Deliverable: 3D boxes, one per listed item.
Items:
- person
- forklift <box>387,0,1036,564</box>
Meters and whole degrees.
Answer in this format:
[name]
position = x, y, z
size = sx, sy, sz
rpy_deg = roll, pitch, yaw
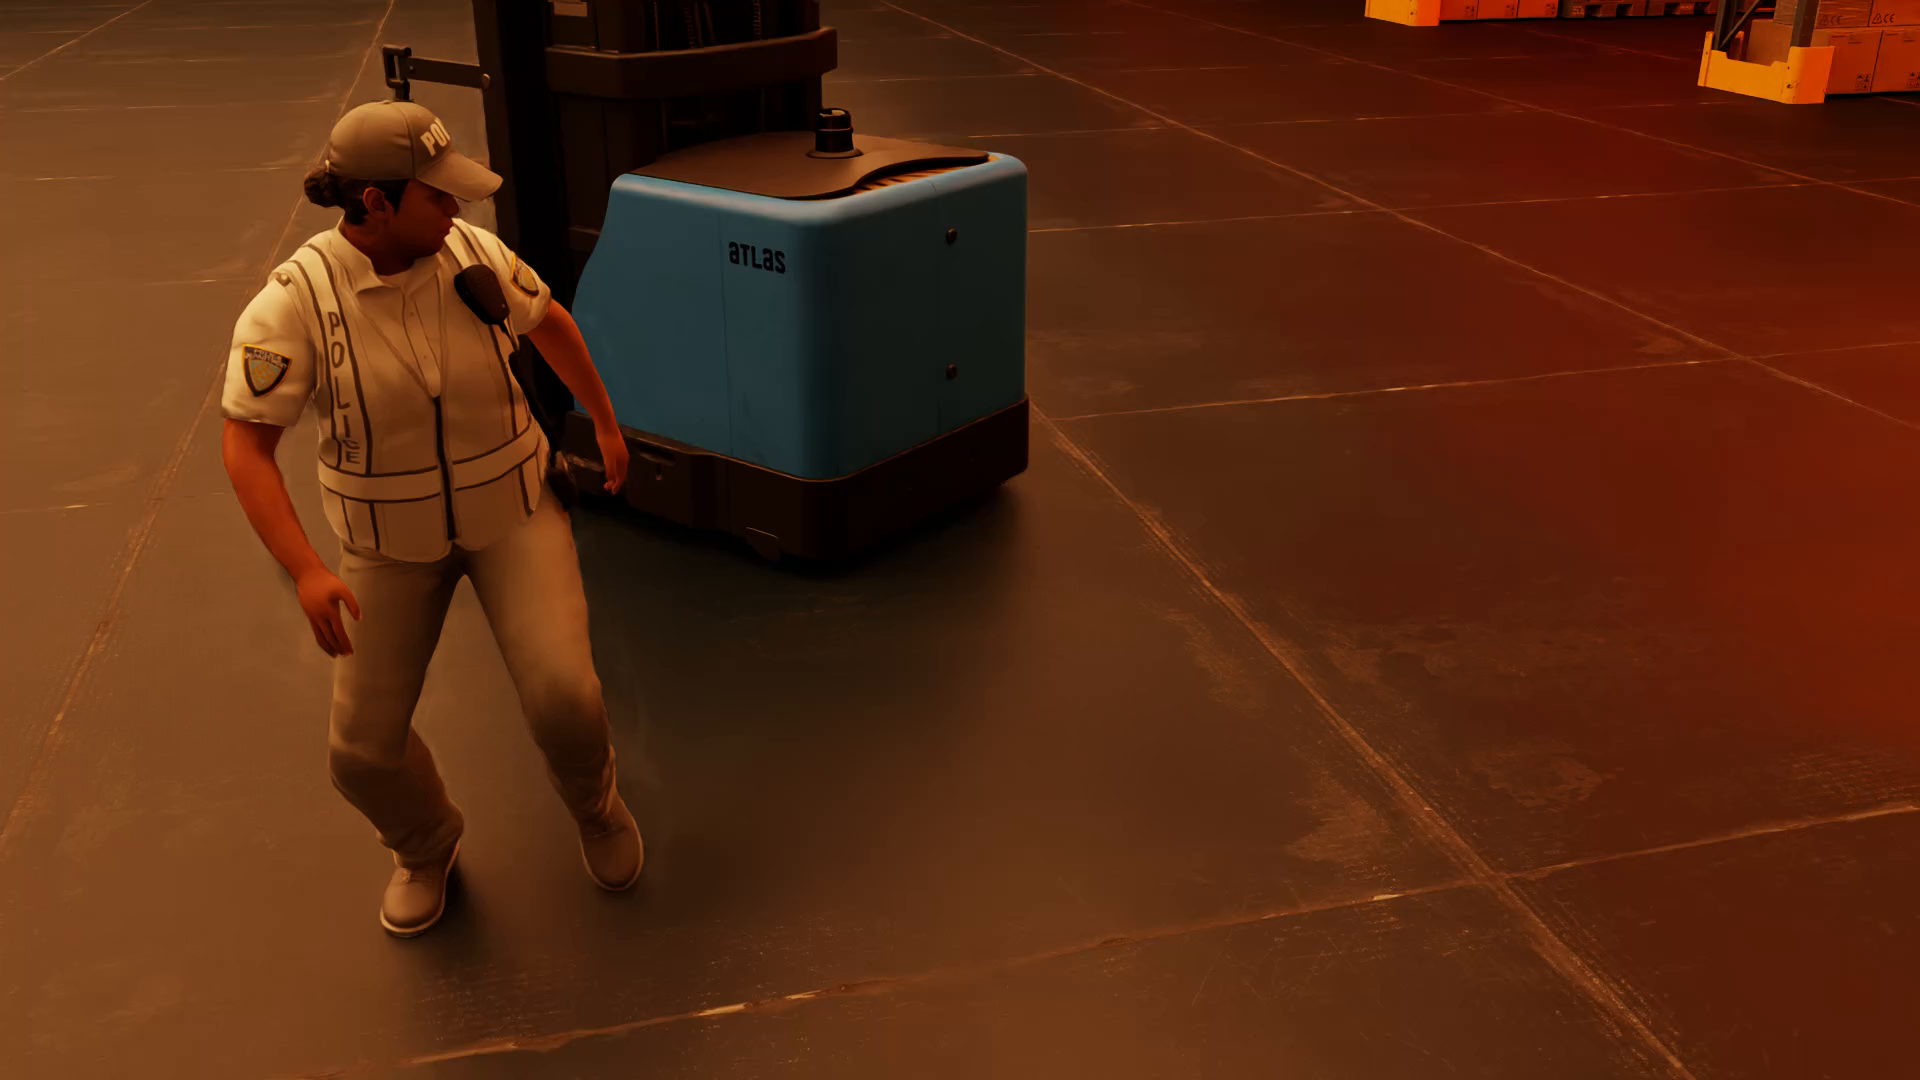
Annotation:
[person]
position = -0.968, 0.004, 3.057
size = 0.656, 1.616, 0.675
rpy_deg = -6, 24, -13
[forklift]
position = -1.235, -1.727, 5.368
size = 3.031, 2.935, 1.130
rpy_deg = 17, 28, 34
